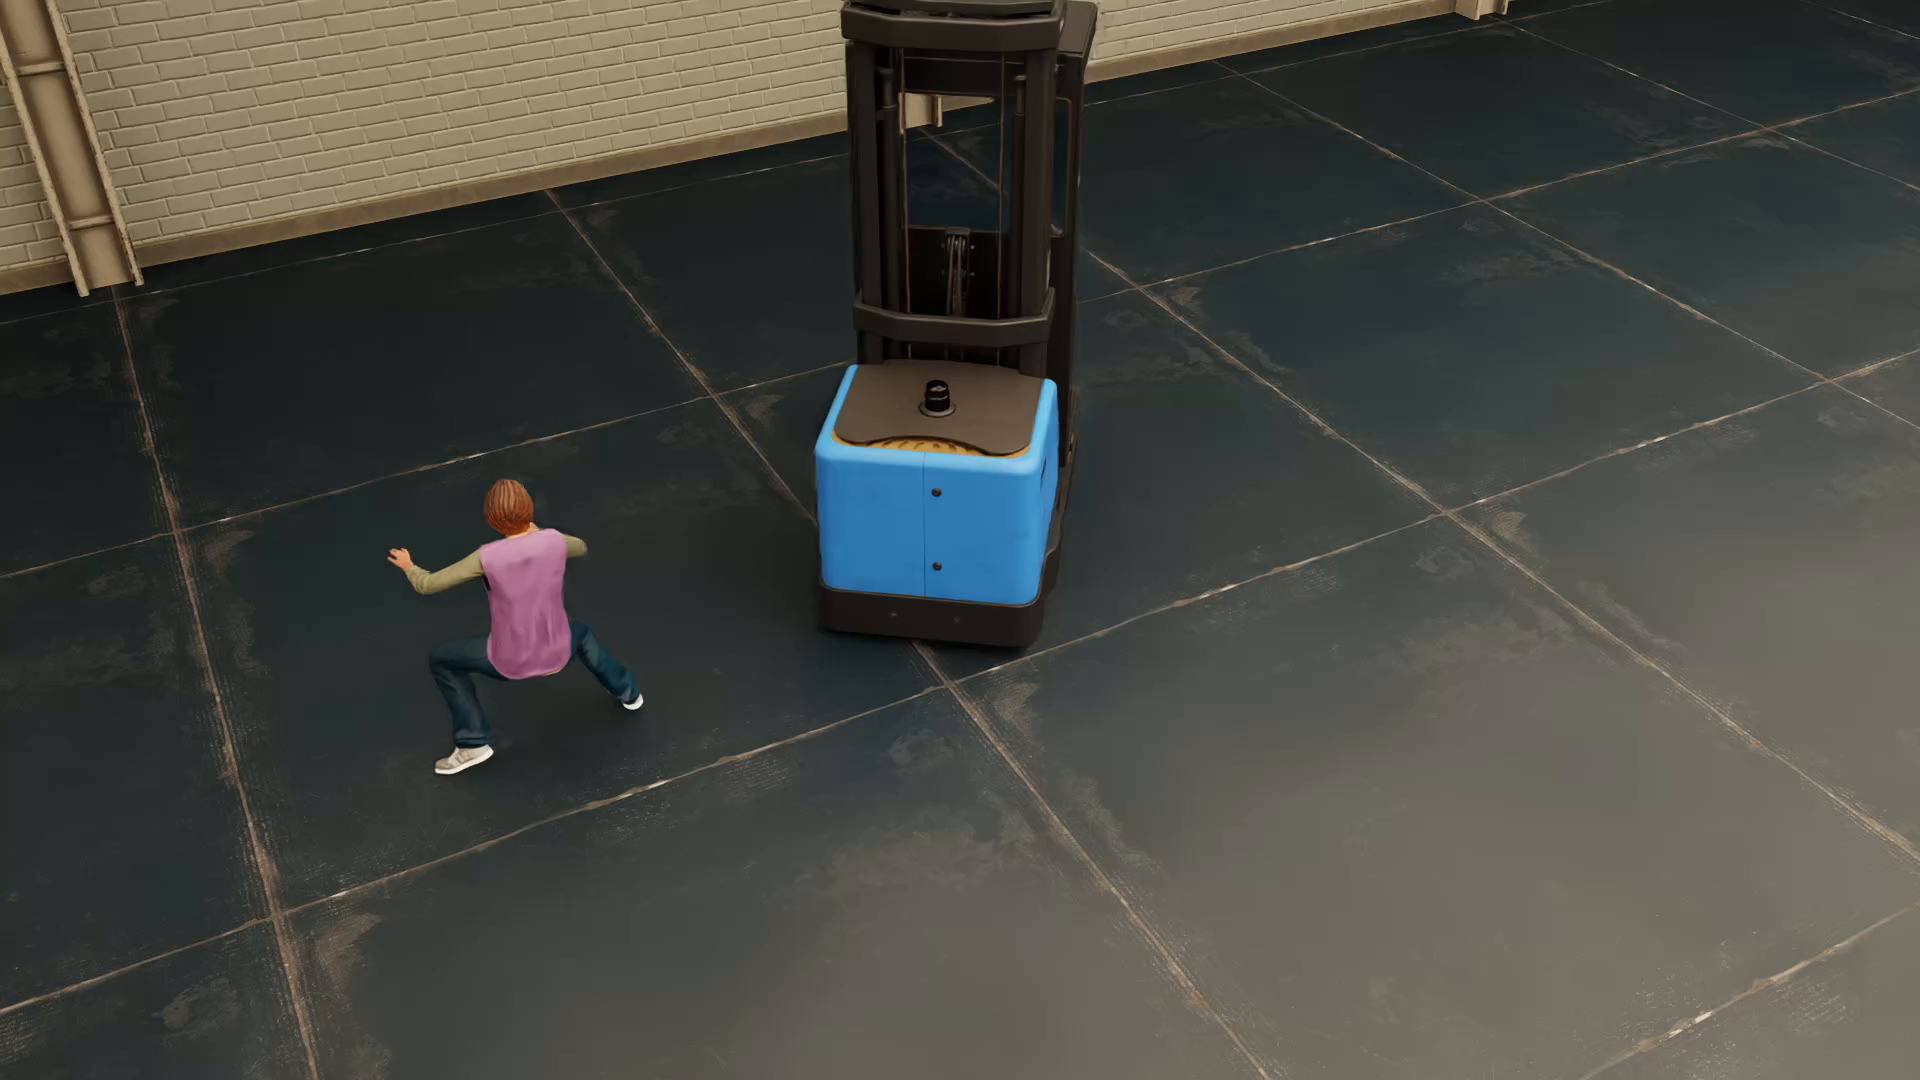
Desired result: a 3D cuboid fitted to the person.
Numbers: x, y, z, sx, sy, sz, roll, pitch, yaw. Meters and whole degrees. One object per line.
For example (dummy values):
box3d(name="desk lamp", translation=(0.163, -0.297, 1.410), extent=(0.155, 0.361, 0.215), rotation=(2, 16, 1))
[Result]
box3d(name="person", translation=(-1.873, 0.315, 7.037), extent=(0.955, 1.359, 0.658), rotation=(-16, 38, -22))

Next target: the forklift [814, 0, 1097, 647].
box3d(name="forklift", translation=(0.059, -1.533, 8.292), extent=(1.130, 2.935, 3.031), rotation=(5, 36, 7))
